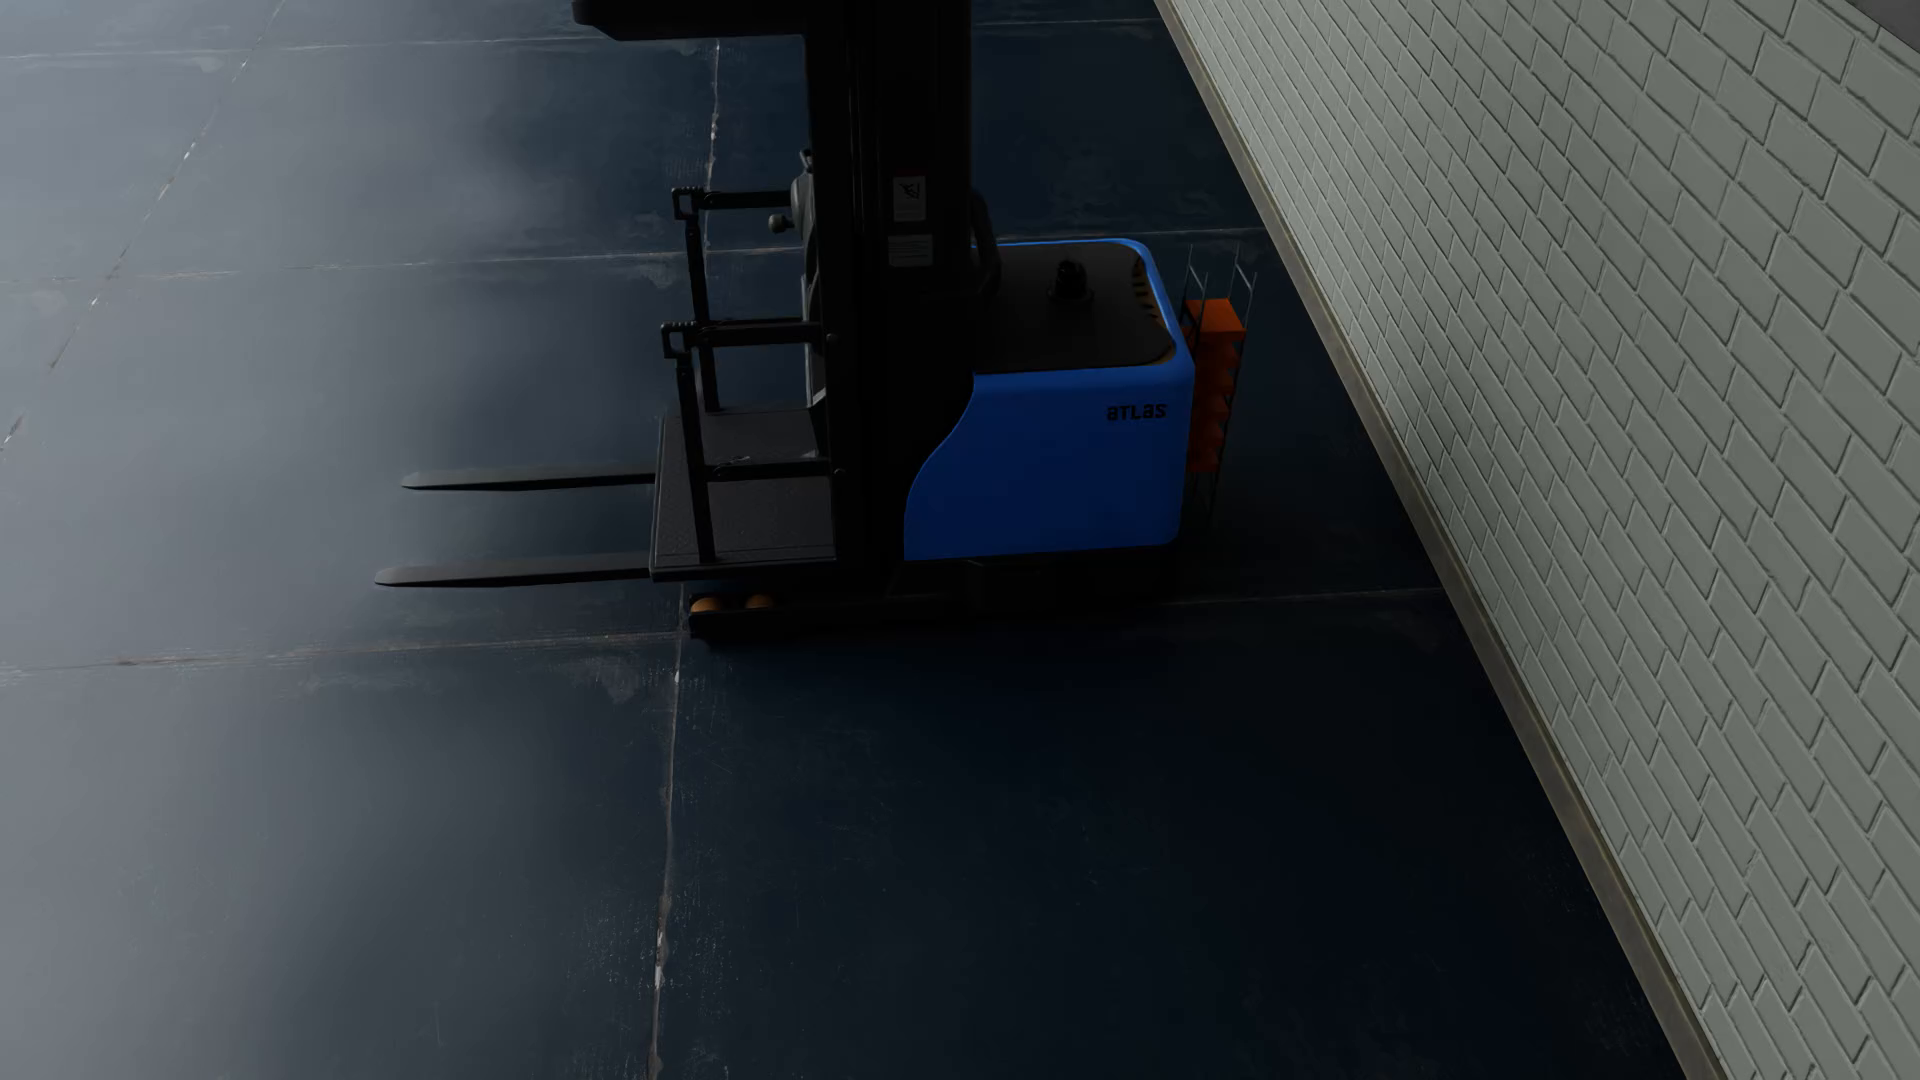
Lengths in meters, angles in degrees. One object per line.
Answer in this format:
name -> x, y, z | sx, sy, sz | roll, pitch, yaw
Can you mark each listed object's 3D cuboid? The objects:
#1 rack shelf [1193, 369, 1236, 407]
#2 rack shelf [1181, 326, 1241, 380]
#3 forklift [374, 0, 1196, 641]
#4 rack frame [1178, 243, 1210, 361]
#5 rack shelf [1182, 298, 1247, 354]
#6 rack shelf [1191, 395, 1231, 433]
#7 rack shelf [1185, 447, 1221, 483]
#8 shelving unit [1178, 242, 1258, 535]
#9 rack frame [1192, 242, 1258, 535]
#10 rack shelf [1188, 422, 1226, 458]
rack shelf -> 0.941, -0.624, 6.443 | 0.180, 0.103, 0.258 | -2, 38, -9
rack shelf -> 0.948, -0.719, 6.370 | 0.180, 0.103, 0.258 | -2, 38, -9
forklift -> -0.707, -1.115, 5.797 | 3.031, 2.935, 1.130 | -4, 38, -4
rack frame -> 0.846, -0.561, 6.475 | 0.006, 1.200, 0.240 | -2, 38, -9
rack shelf -> 0.956, -0.814, 6.296 | 0.180, 0.103, 0.258 | -2, 38, -9
rack shelf -> 0.934, -0.530, 6.516 | 0.180, 0.103, 0.258 | -2, 38, -9
rack shelf -> 0.919, -0.340, 6.663 | 0.180, 0.103, 0.258 | -2, 38, -9
shelving unit -> 0.936, -0.565, 6.489 | 0.189, 1.200, 0.258 | -2, 38, -9
rack frame -> 1.027, -0.568, 6.503 | 0.006, 1.200, 0.240 | -2, 38, -9
rack shelf -> 0.926, -0.435, 6.590 | 0.180, 0.103, 0.258 | -2, 38, -9
